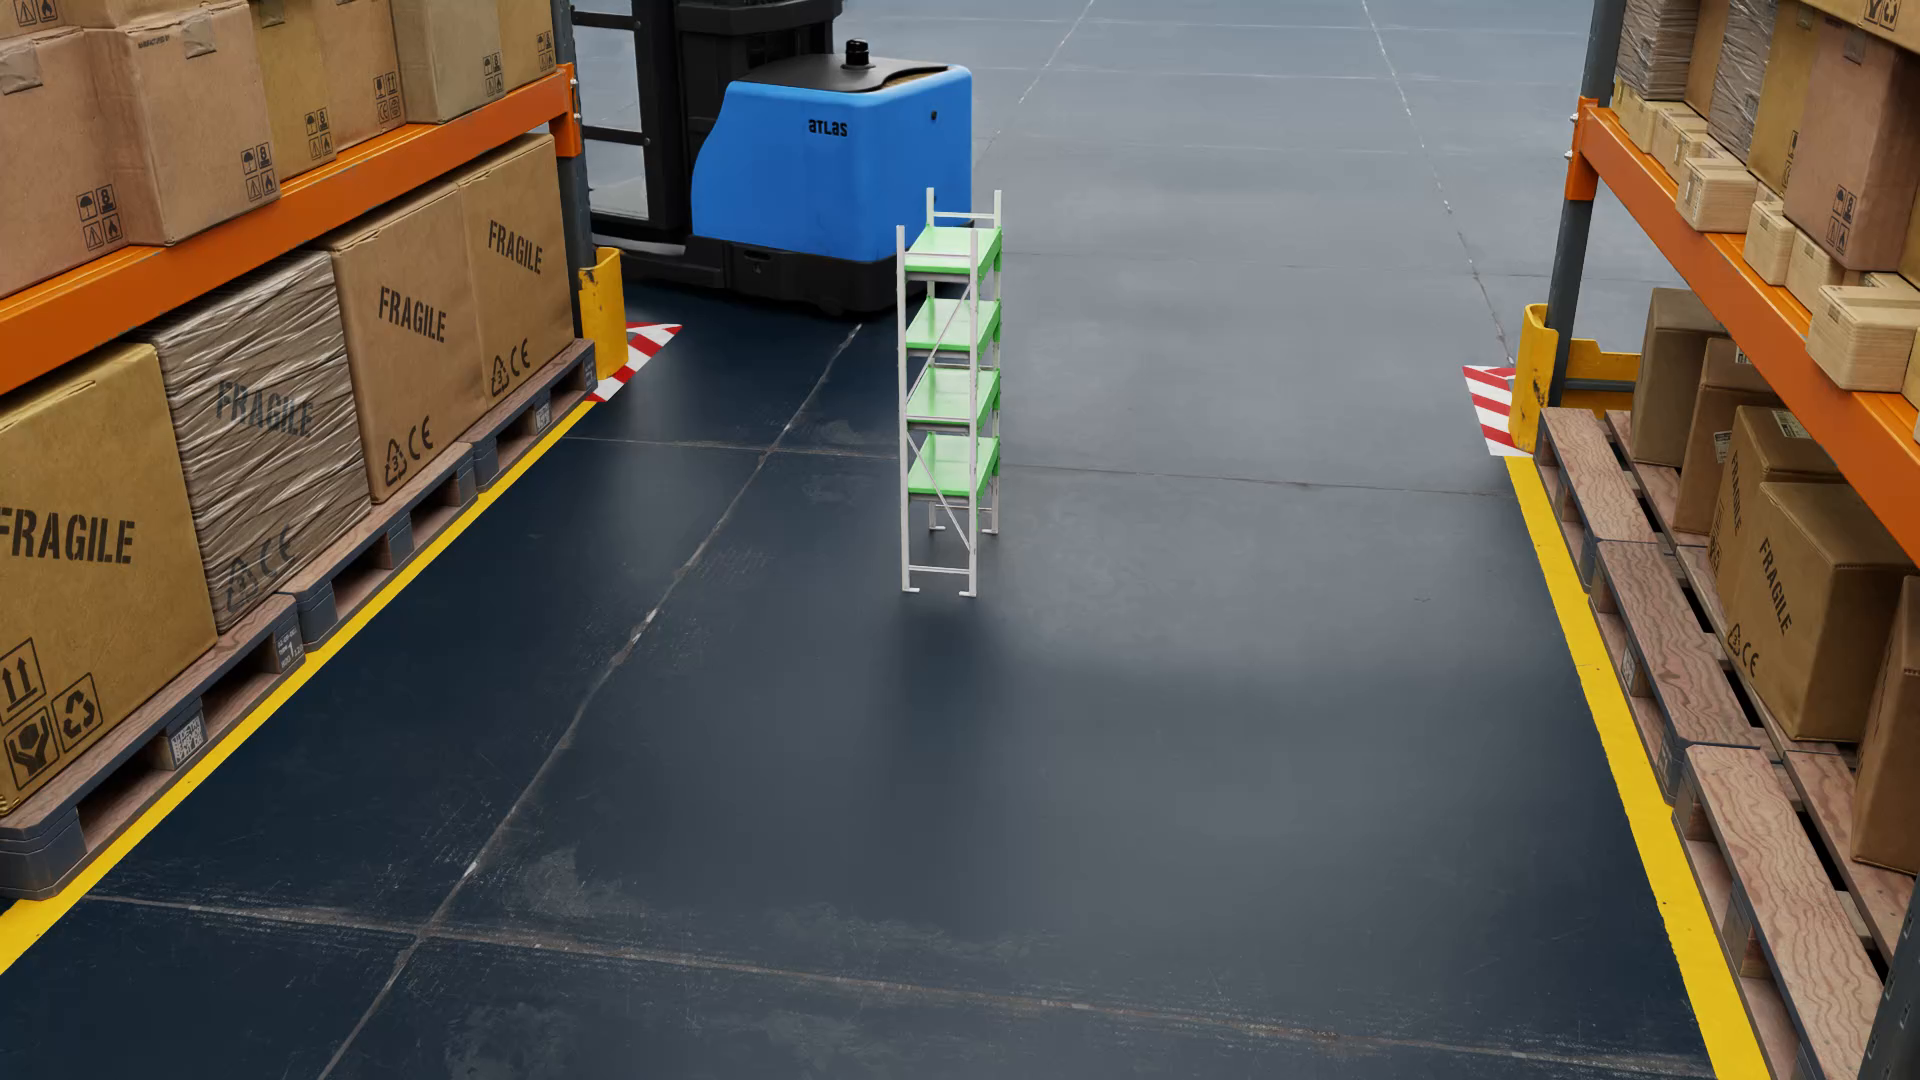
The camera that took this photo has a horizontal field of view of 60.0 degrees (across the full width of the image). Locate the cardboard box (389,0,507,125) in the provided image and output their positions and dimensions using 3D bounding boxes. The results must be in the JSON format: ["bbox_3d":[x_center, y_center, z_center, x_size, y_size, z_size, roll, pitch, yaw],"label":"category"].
[{"bbox_3d":[-2.172,-1.826,5.937,0.875,0.550,0.550,4,25,9],"label":"cardboard box"}]

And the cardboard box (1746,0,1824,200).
[{"bbox_3d":[2.491,-1.082,4.055,0.875,0.500,0.500,4,25,9],"label":"cardboard box"}]

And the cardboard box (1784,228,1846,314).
[{"bbox_3d":[2.133,-0.605,3.801,0.380,0.149,0.250,4,25,9],"label":"cardboard box"}]

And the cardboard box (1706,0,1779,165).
[{"bbox_3d":[2.584,-1.291,4.500,0.875,0.500,0.500,4,25,9],"label":"cardboard box"}]

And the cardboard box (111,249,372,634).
[{"bbox_3d":[-2.427,-0.339,4.946,0.875,0.875,0.875,4,25,9],"label":"cardboard box"}]

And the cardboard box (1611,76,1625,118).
[{"bbox_3d":[2.507,-1.546,5.811,0.380,0.149,0.250,4,25,9],"label":"cardboard box"}]

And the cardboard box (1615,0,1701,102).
[{"bbox_3d":[2.672,-1.714,5.405,0.875,0.500,0.500,4,25,9],"label":"cardboard box"}]

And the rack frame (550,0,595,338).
[{"bbox_3d":[-2.088,-2.148,6.801,1.000,3.000,0.127,4,25,9],"label":"rack frame"}]

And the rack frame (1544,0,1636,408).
[{"bbox_3d":[2.789,-1.762,5.977,1.000,3.000,0.127,4,25,9],"label":"rack frame"}]

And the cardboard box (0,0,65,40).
[{"bbox_3d":[-2.673,-1.422,3.800,0.875,0.550,0.550,4,25,9],"label":"cardboard box"}]

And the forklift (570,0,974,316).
[{"bbox_3d":[-1.463,-2.841,8.363,3.031,2.935,1.130,14,28,27],"label":"forklift"}]

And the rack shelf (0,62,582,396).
[{"bbox_3d":[-2.415,-0.986,5.167,1.077,0.370,4.000,4,25,9],"label":"rack shelf"}]

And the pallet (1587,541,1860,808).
[{"bbox_3d":[2.407,0.378,4.692,1.003,0.211,1.213,4,25,9],"label":"pallet"}]

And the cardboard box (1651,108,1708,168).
[{"bbox_3d":[2.371,-1.233,5.143,0.380,0.149,0.250,4,25,9],"label":"cardboard box"}]

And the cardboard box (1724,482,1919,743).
[{"bbox_3d":[2.350,0.183,4.274,0.500,0.500,0.500,2,25,4],"label":"cardboard box"}]

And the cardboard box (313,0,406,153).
[{"bbox_3d":[-2.388,-1.601,5.455,0.875,0.550,0.550,4,25,9],"label":"cardboard box"}]

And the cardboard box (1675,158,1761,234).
[{"bbox_3d":[2.166,-0.925,4.485,0.380,0.149,0.250,4,25,9],"label":"cardboard box"}]

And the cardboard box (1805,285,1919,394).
[{"bbox_3d":[1.961,-0.403,3.368,0.380,0.149,0.250,4,25,9],"label":"cardboard box"}]

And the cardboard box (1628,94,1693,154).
[{"bbox_3d":[2.391,-1.339,5.369,0.380,0.149,0.250,4,25,9],"label":"cardboard box"}]

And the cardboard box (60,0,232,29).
[{"bbox_3d":[-2.449,-1.639,4.262,0.875,0.550,0.550,4,25,9],"label":"cardboard box"}]

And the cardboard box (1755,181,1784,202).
[{"bbox_3d":[2.256,-0.812,4.242,0.380,0.149,0.250,4,25,9],"label":"cardboard box"}]

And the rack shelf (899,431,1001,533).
[{"bbox_3d":[-0.027,-0.199,5.477,0.258,0.148,0.480,4,25,9],"label":"rack shelf"}]

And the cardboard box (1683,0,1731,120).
[{"bbox_3d":[2.708,-1.497,4.941,0.875,0.500,0.500,4,25,9],"label":"cardboard box"}]

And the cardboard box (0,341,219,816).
[{"bbox_3d":[-2.570,0.039,4.140,0.875,0.875,0.875,4,25,9],"label":"cardboard box"}]

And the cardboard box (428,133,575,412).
[{"bbox_3d":[-2.134,-1.088,6.547,0.875,0.875,0.875,4,25,9],"label":"cardboard box"}]

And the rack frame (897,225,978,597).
[{"bbox_3d":[-0.067,-0.372,5.130,0.240,1.200,0.015,4,25,9],"label":"rack frame"}]

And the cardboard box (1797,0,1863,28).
[{"bbox_3d":[2.100,-1.348,3.443,0.500,0.500,0.500,4,25,9],"label":"cardboard box"}]

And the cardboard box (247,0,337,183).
[{"bbox_3d":[-2.434,-1.376,4.975,0.875,0.550,0.500,4,25,9],"label":"cardboard box"}]

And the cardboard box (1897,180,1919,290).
[{"bbox_3d":[2.386,-0.660,3.153,0.875,0.500,0.500,4,25,9],"label":"cardboard box"}]

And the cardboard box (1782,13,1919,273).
[{"bbox_3d":[2.368,-0.876,3.615,0.875,0.500,0.500,4,25,9],"label":"cardboard box"}]

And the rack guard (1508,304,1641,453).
[{"bbox_3d":[2.776,-0.598,6.439,1.175,0.500,0.348,4,25,9],"label":"rack guard"}]

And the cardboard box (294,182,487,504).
[{"bbox_3d":[-2.276,-0.720,5.760,0.875,0.875,0.875,4,25,8],"label":"cardboard box"}]

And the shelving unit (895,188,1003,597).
[{"bbox_3d":[-0.027,-0.474,5.348,0.258,1.200,0.503,4,25,9],"label":"shelving unit"}]

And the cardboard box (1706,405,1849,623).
[{"bbox_3d":[2.485,-0.048,4.766,0.500,0.500,0.500,6,26,13],"label":"cardboard box"}]

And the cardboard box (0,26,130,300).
[{"bbox_3d":[-2.626,-0.930,4.022,0.875,0.550,0.550,4,25,9],"label":"cardboard box"}]

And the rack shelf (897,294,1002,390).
[{"bbox_3d":[-0.027,-0.634,5.273,0.258,0.148,0.480,4,25,9],"label":"rack shelf"}]

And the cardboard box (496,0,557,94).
[{"bbox_3d":[-2.104,-2.058,6.431,0.875,0.550,0.550,4,25,9],"label":"cardboard box"}]

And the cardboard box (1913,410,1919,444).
[{"bbox_3d":[1.930,-0.190,2.914,0.380,0.149,0.250,4,25,9],"label":"cardboard box"}]

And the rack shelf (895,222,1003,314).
[{"bbox_3d":[-0.027,-0.851,5.171,0.258,0.148,0.480,4,25,9],"label":"rack shelf"}]

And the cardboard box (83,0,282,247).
[{"bbox_3d":[-2.421,-1.148,4.487,0.875,0.550,0.550,4,25,9],"label":"cardboard box"}]

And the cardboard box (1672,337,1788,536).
[{"bbox_3d":[2.606,-0.308,5.323,0.500,0.500,0.500,11,27,22],"label":"cardboard box"}]

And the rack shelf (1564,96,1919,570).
[{"bbox_3d":[2.462,-0.600,4.342,1.077,0.370,4.000,4,25,9],"label":"rack shelf"}]

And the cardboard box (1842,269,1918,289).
[{"bbox_3d":[2.132,-0.498,3.572,0.380,0.149,0.250,4,25,9],"label":"cardboard box"}]

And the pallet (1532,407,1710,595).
[{"bbox_3d":[2.609,-0.130,5.779,1.003,0.211,1.213,4,25,9],"label":"pallet"}]

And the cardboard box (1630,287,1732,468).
[{"bbox_3d":[2.670,-0.560,5.862,0.500,0.500,0.500,9,27,18],"label":"cardboard box"}]

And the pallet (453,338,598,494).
[{"bbox_3d":[-2.142,-0.545,6.666,1.003,0.211,1.213,4,25,9],"label":"pallet"}]

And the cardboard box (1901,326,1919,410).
[{"bbox_3d":[2.030,-0.290,3.128,0.380,0.149,0.250,4,25,9],"label":"cardboard box"}]

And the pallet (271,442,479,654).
[{"bbox_3d":[-2.343,-0.037,5.580,1.003,0.211,1.213,4,25,9],"label":"pallet"}]

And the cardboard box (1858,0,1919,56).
[{"bbox_3d":[2.017,-1.139,2.996,0.500,0.500,0.500,4,25,9],"label":"cardboard box"}]

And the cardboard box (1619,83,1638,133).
[{"bbox_3d":[2.447,-1.443,5.590,0.380,0.149,0.250,4,25,9],"label":"cardboard box"}]

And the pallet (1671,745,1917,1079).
[{"bbox_3d":[2.210,0.890,3.599,1.003,0.211,1.213,4,25,9],"label":"pallet"}]

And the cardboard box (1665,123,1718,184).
[{"bbox_3d":[2.323,-1.129,4.920,0.380,0.149,0.250,4,25,9],"label":"cardboard box"}]

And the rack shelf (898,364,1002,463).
[{"bbox_3d":[-0.027,-0.416,5.375,0.258,0.148,0.480,4,25,9],"label":"rack shelf"}]

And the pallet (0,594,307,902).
[{"bbox_3d":[-2.540,0.475,4.486,1.003,0.211,1.213,4,25,9],"label":"pallet"}]

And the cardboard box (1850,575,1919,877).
[{"bbox_3d":[2.326,0.448,3.708,0.500,0.500,0.500,13,28,25],"label":"cardboard box"}]

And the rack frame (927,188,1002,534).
[{"bbox_3d":[0.013,-0.576,5.566,0.240,1.200,0.015,4,25,9],"label":"rack frame"}]

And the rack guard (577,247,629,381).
[{"bbox_3d":[-2.084,-1.026,7.353,1.175,0.500,0.348,4,25,9],"label":"rack guard"}]

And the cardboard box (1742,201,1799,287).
[{"bbox_3d":[2.140,-0.712,4.030,0.380,0.149,0.250,4,25,9],"label":"cardboard box"}]

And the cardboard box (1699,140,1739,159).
[{"bbox_3d":[2.309,-1.023,4.693,0.380,0.149,0.250,4,25,9],"label":"cardboard box"}]
